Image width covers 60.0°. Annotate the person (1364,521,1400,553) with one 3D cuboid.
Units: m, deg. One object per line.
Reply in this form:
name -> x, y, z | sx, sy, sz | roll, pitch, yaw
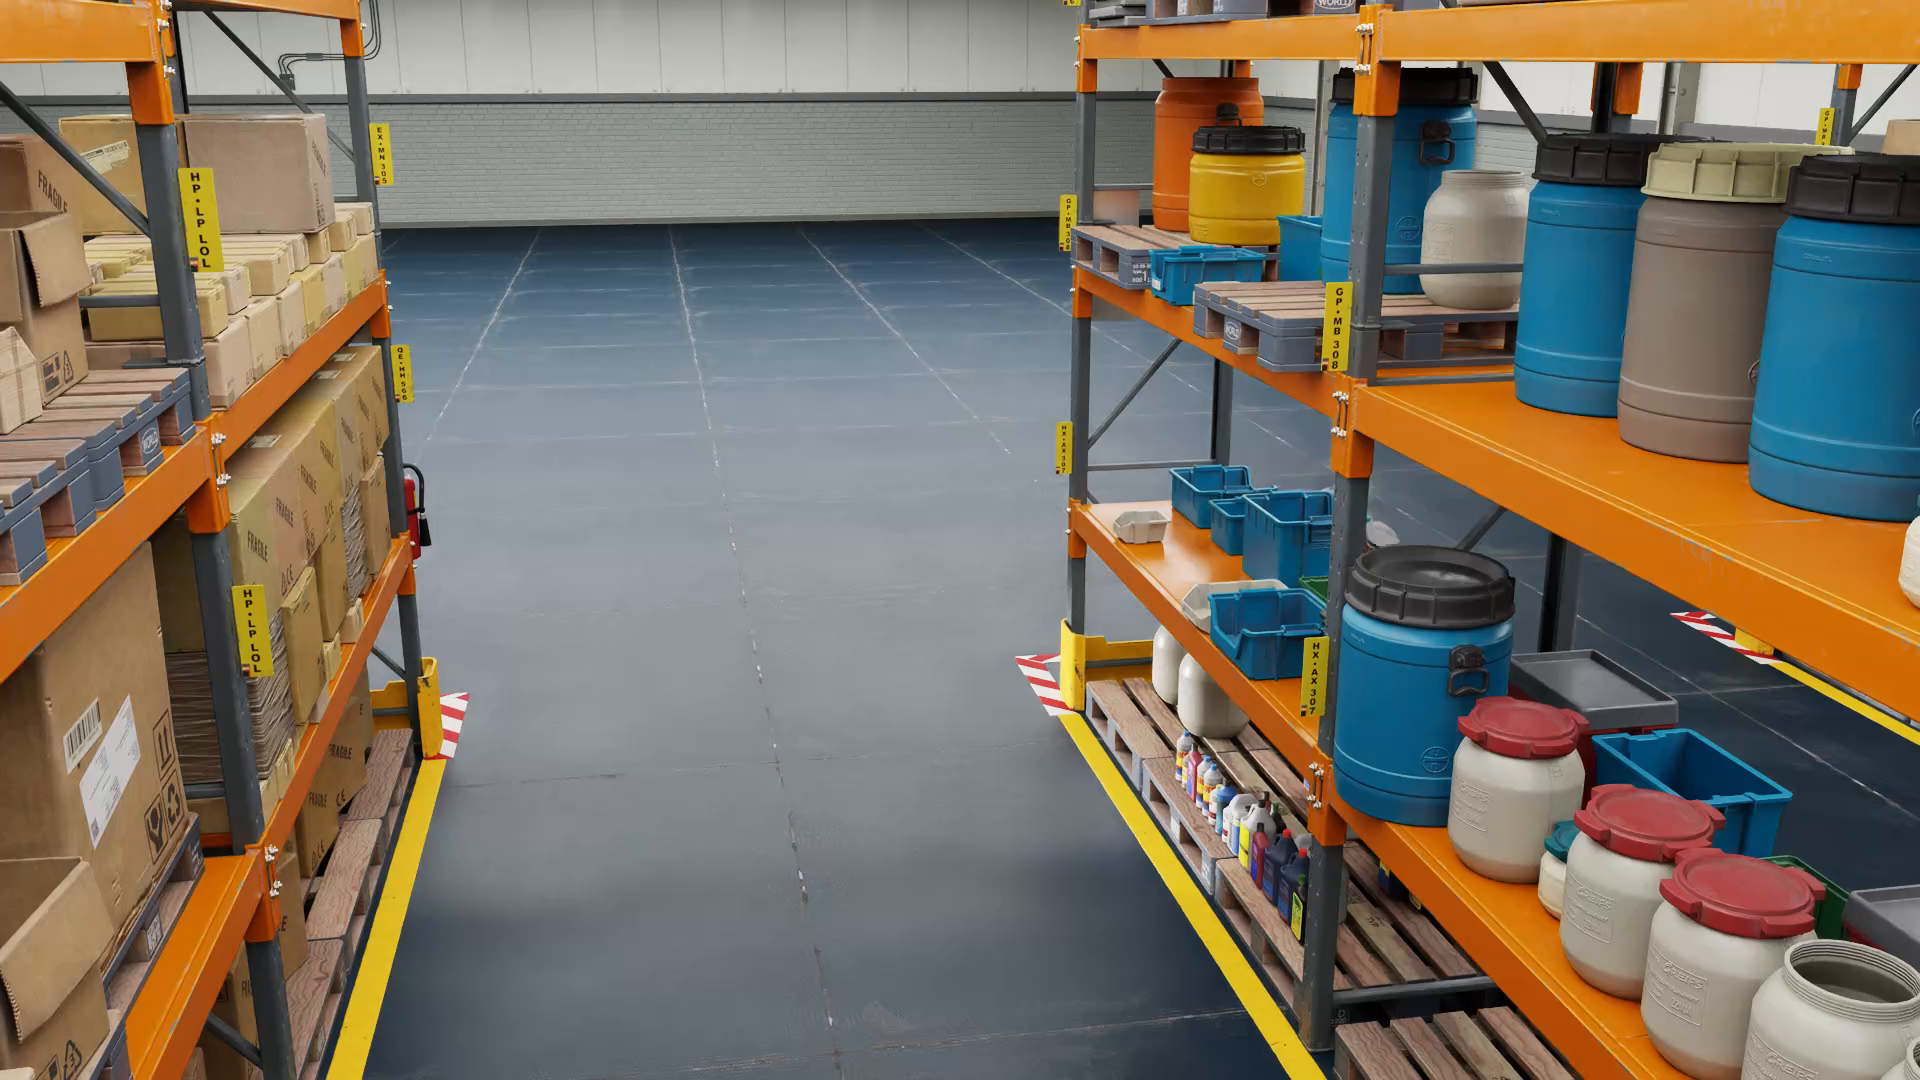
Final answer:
person -> 2.543, 0.312, 11.290 | 0.592, 1.013, 0.905 | -11, 19, -32
